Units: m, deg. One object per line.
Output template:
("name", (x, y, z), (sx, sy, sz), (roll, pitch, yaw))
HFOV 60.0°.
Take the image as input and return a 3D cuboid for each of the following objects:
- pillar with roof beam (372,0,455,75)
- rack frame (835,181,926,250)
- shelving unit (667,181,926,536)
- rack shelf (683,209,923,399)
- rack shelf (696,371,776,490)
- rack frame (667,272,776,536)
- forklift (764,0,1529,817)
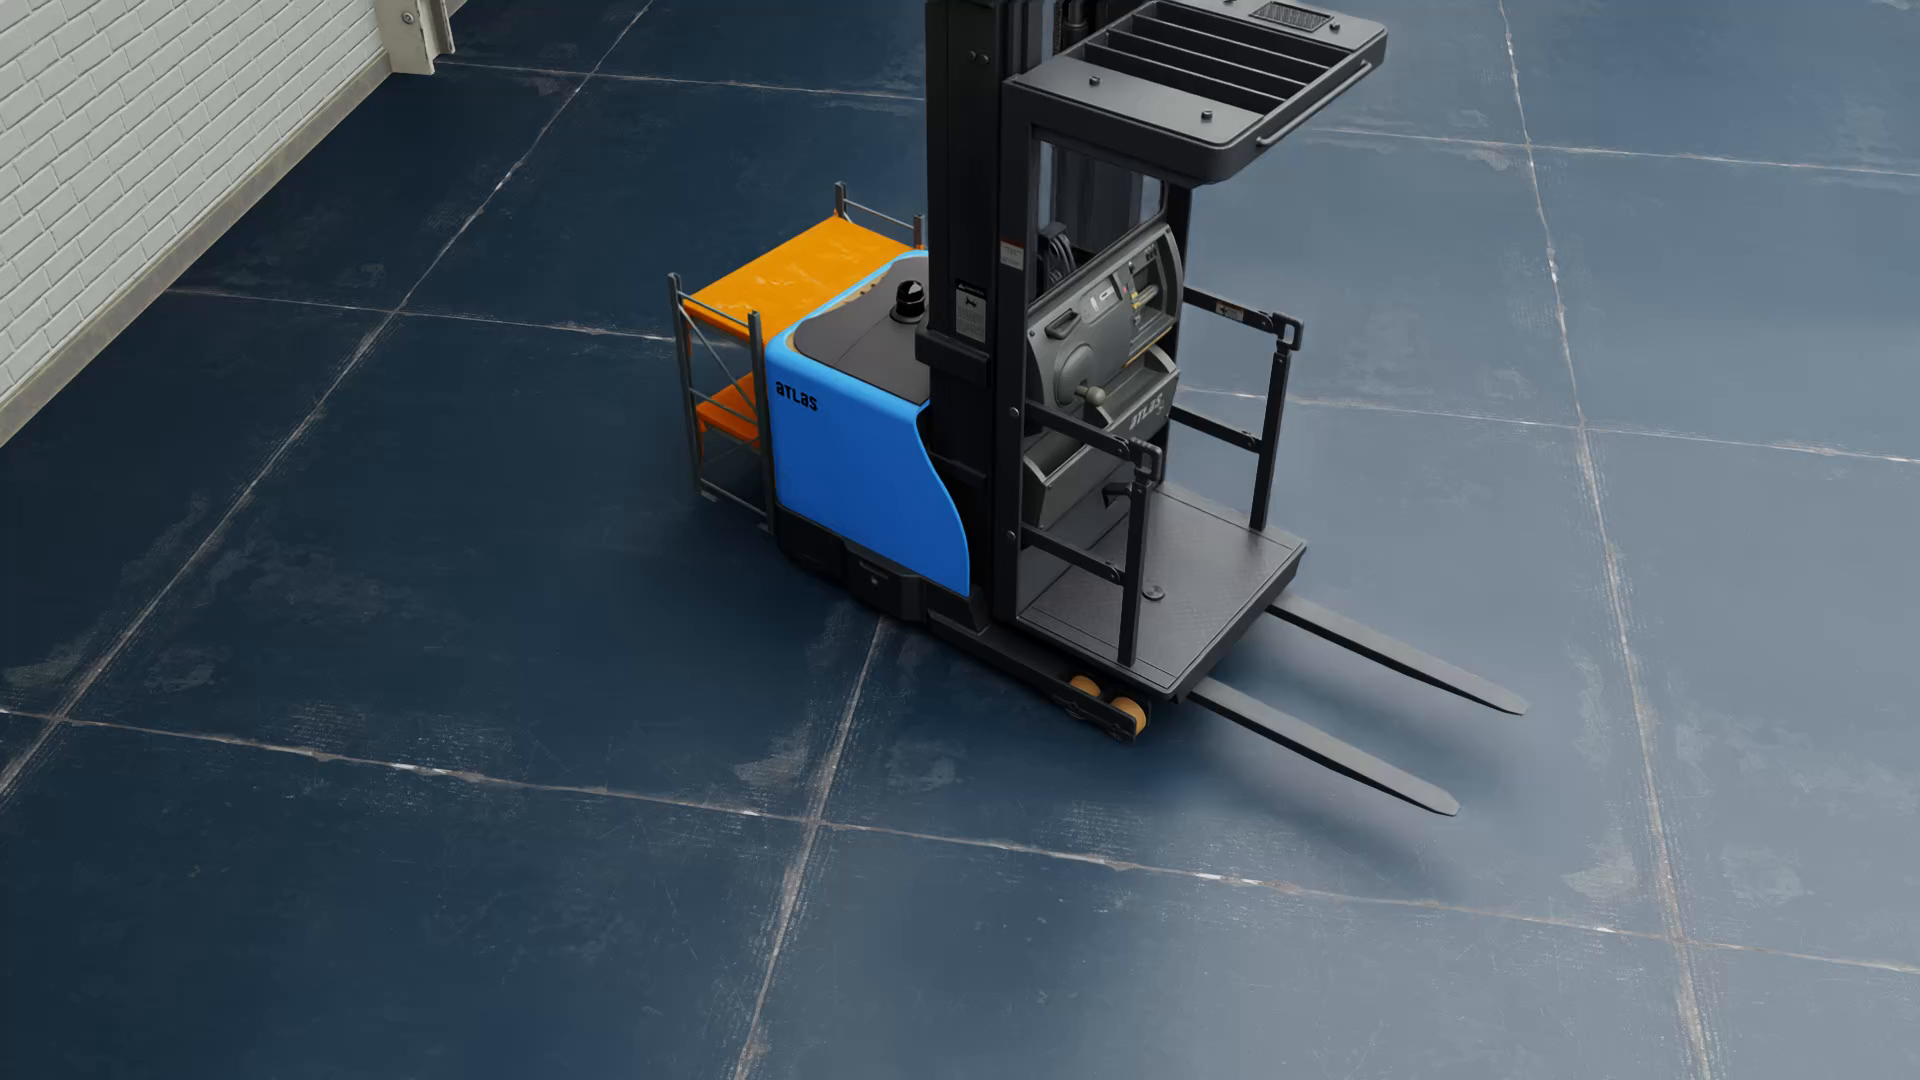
("pillar with roof beam", (0.640, -6.199, 7.686), (9.100, 9.000, 0.400), (6, 40, 8))
("rack frame", (-0.354, -1.060, 7.649), (0.500, 1.125, 0.032), (27, 47, 29))
("shelving unit", (-0.673, -0.808, 7.345), (0.538, 1.125, 1.048), (27, 47, 29))
("rack shelf", (-0.673, -1.034, 7.158), (0.538, 0.278, 1.000), (27, 47, 29))
("rack shelf", (-0.673, -0.620, 7.500), (0.538, 0.278, 1.000), (27, 47, 29))
("rack frame", (-0.993, -0.556, 7.040), (0.500, 1.125, 0.032), (27, 47, 29))
("forklift", (0.697, -0.752, 5.860), (3.031, 2.935, 1.130), (26, 46, 28))
